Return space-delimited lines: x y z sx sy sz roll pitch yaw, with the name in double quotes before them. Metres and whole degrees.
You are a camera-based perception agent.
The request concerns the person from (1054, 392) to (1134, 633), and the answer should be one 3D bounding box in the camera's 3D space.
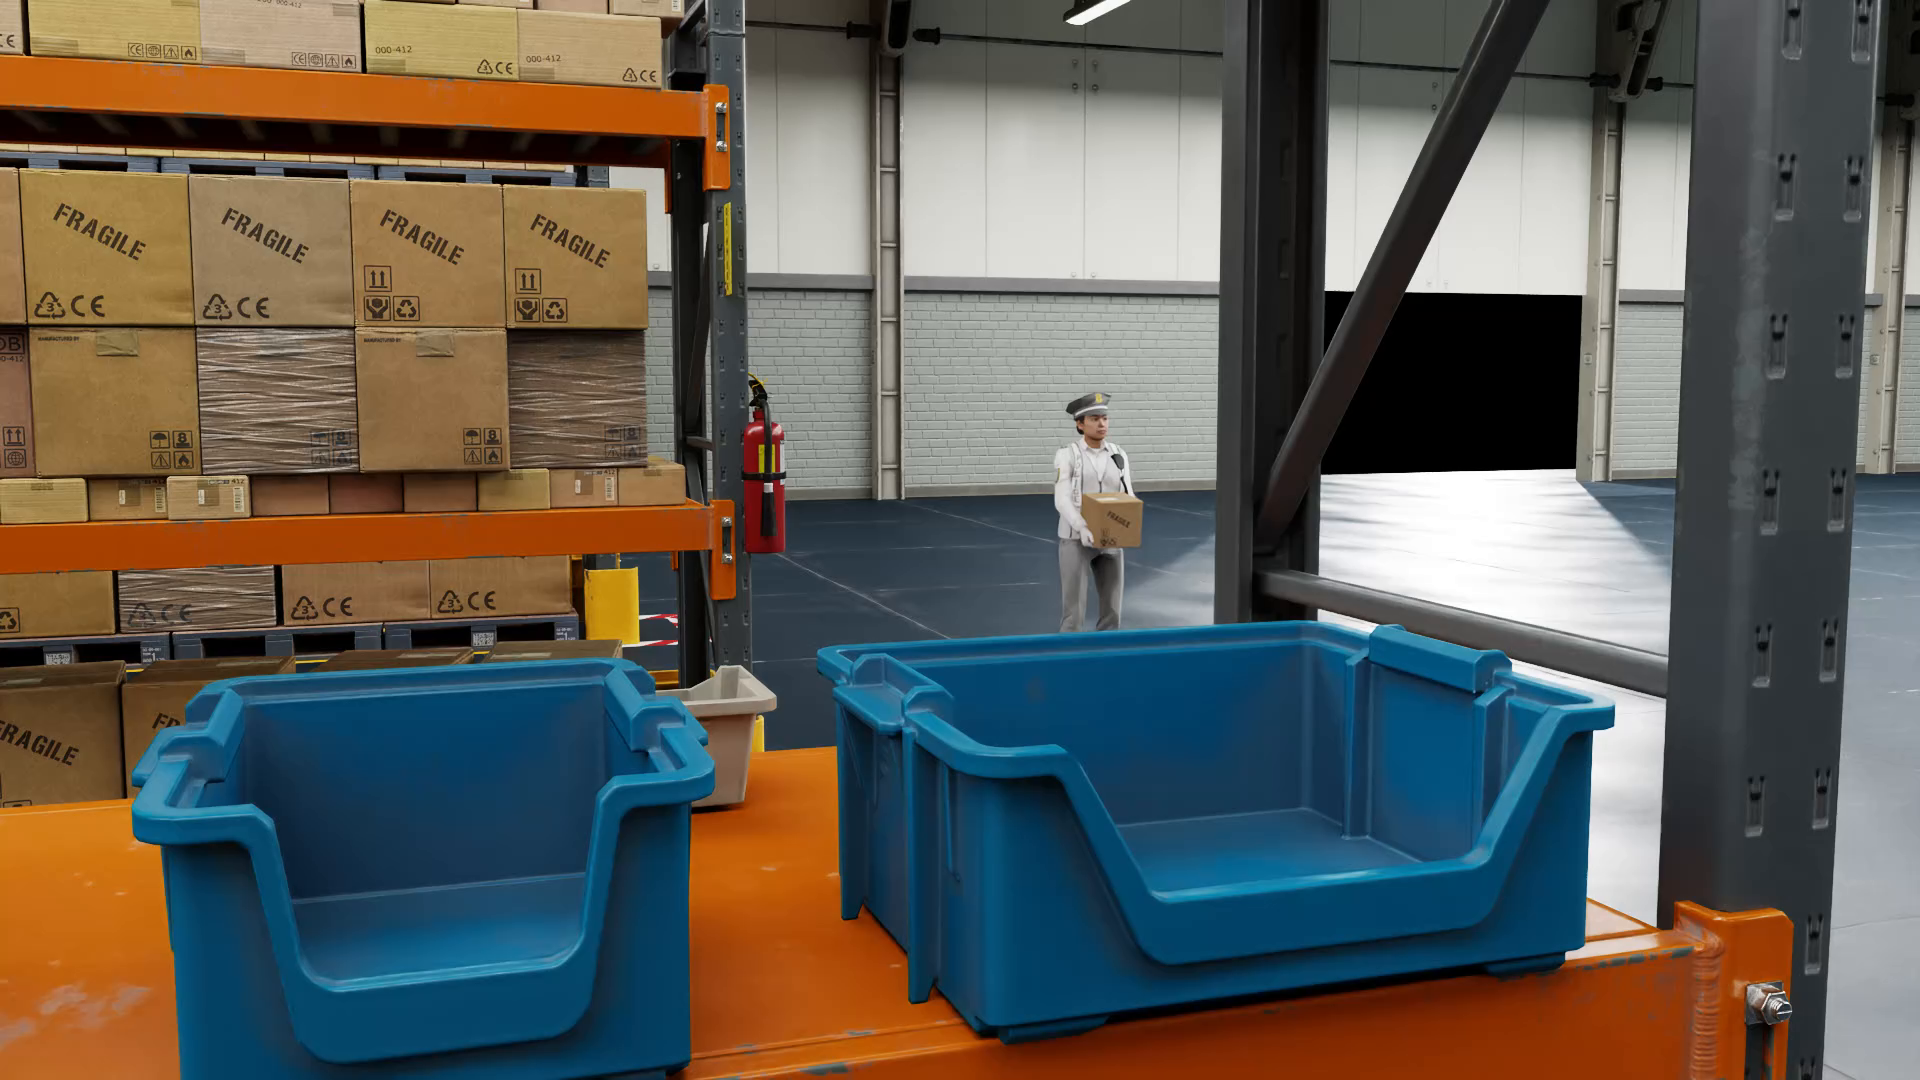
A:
"person" 0.749 0.040 9.115 0.460 1.682 0.536 -2 6 -18
